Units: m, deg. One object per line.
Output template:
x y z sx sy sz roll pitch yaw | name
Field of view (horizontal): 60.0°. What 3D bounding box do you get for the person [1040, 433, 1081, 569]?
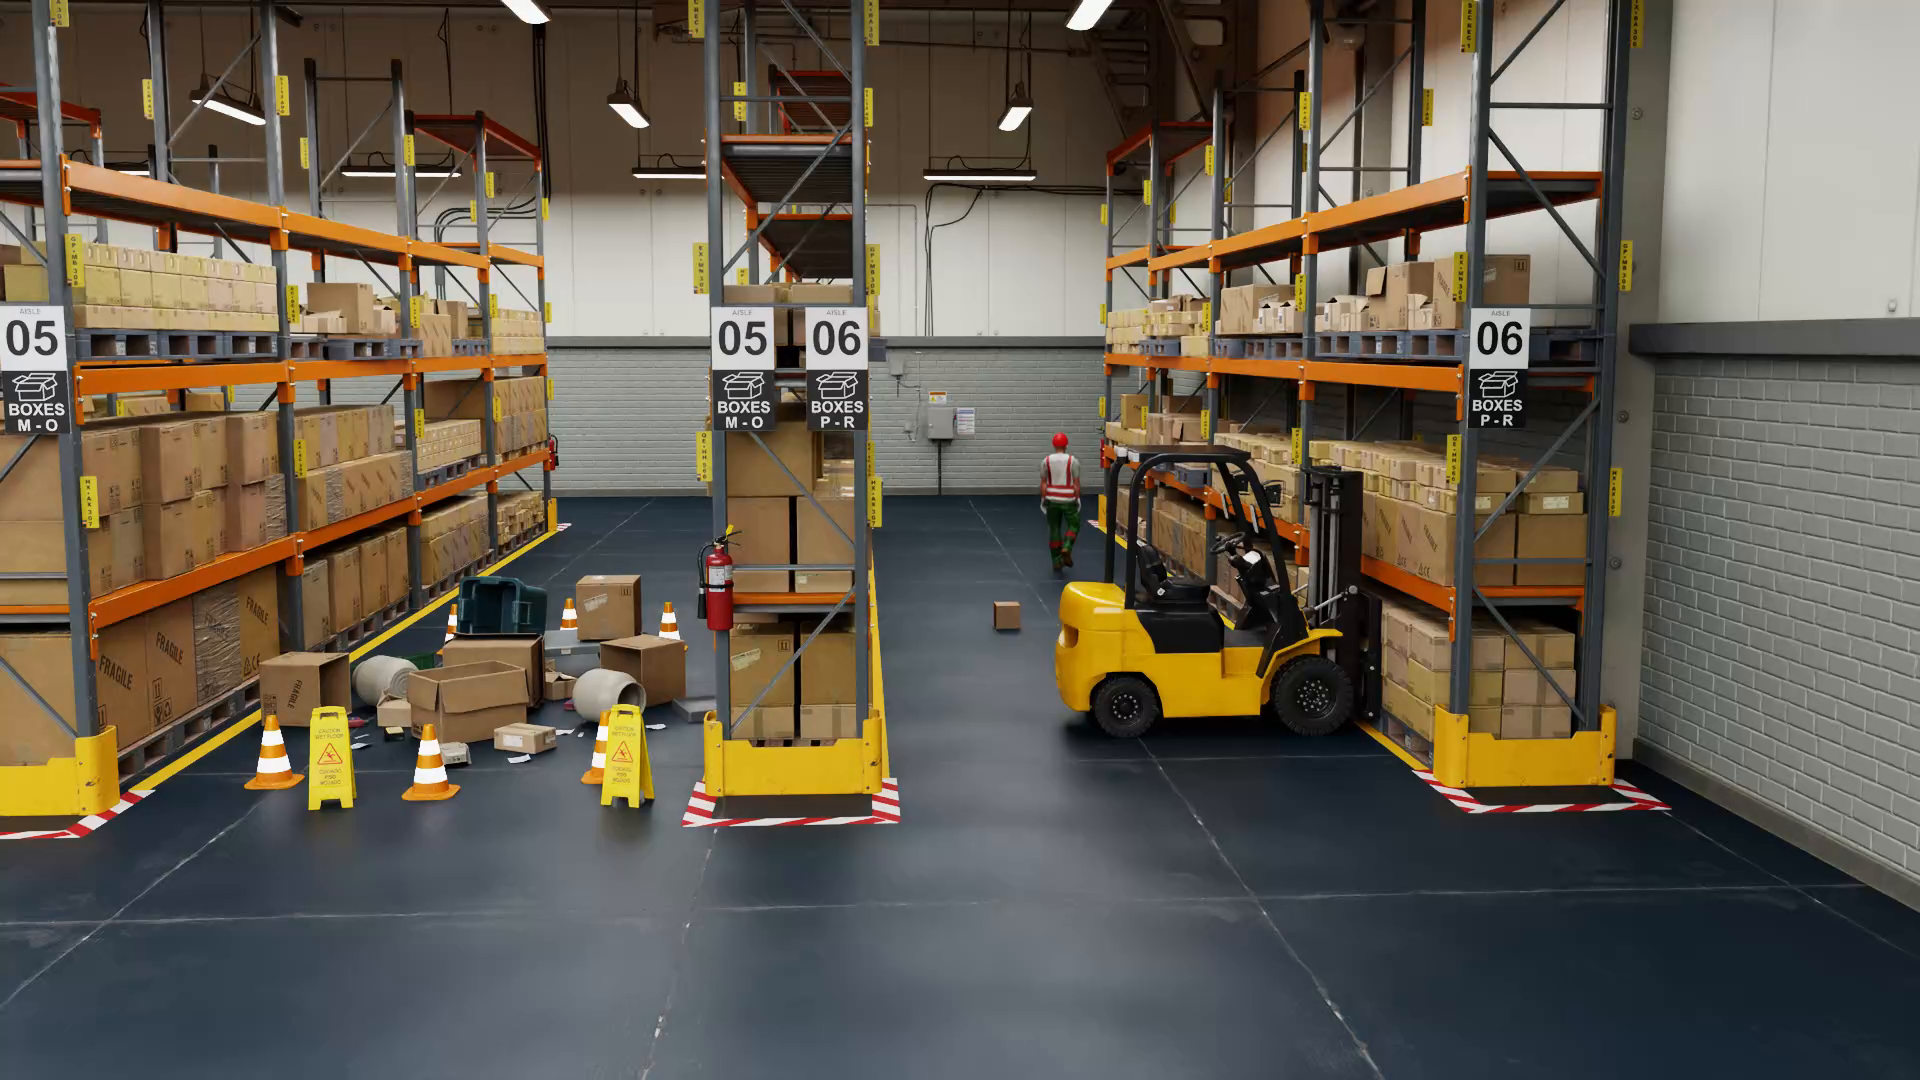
1.311 -0.509 21.721 0.541 1.784 0.560 2 7 15 | person
